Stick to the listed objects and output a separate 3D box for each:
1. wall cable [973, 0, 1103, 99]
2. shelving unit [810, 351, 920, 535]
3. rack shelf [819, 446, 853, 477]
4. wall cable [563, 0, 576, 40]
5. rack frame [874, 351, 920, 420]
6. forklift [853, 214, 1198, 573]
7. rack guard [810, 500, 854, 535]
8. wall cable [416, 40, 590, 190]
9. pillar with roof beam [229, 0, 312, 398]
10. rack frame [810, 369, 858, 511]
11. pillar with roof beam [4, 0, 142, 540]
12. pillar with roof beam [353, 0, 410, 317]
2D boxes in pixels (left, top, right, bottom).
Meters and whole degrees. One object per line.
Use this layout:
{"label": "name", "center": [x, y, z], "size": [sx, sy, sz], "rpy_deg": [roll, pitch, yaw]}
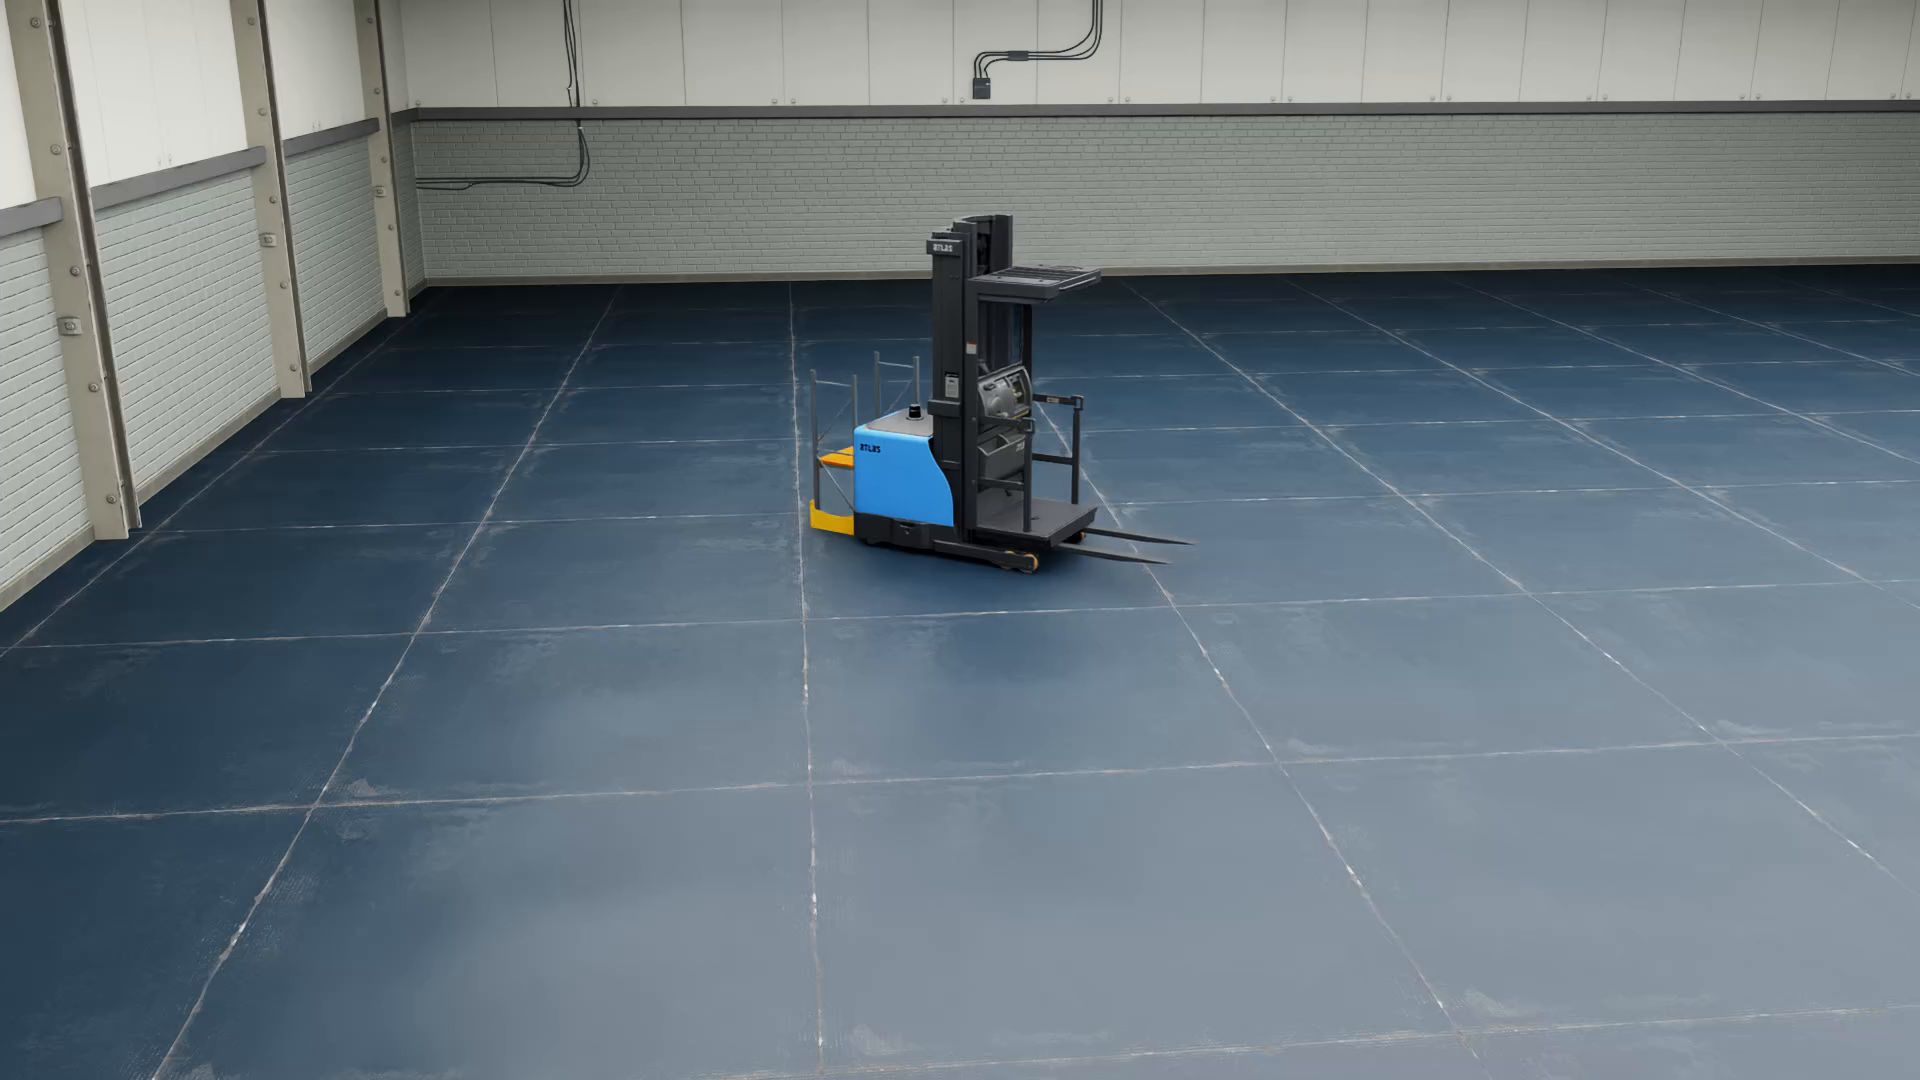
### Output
{"label": "wall cable", "center": [1.383, -10.764, 28.835], "size": [2.305, 6.003, 0.169], "rpy_deg": [-2, 18, -6]}
{"label": "shelving unit", "center": [-0.881, -0.928, 15.699], "size": [0.587, 1.500, 1.083], "rpy_deg": [10, 20, 31]}
{"label": "rack shelf", "center": [-0.875, -0.759, 15.760], "size": [0.538, 0.185, 1.000], "rpy_deg": [10, 20, 31]}
{"label": "wall cable", "center": [-5.371, -9.865, 28.400], "size": [3.097, 2.526, 0.112], "rpy_deg": [-2, 18, -6]}
{"label": "rack frame", "center": [-0.605, -1.060, 16.117], "size": [0.500, 1.500, 0.032], "rpy_deg": [10, 20, 31]}
{"label": "forklift", "center": [0.576, -1.292, 14.472], "size": [3.031, 2.935, 1.130], "rpy_deg": [9, 20, 27]}
{"label": "rack guard", "center": [-1.144, -0.205, 15.483], "size": [0.587, 0.250, 0.087], "rpy_deg": [10, 20, 31]}
{"label": "wall cable", "center": [-8.062, -7.371, 28.890], "size": [3.097, 2.526, 0.112], "rpy_deg": [-2, 18, -6]}
{"label": "pillar with roof beam", "center": [-4.172, -6.280, 20.229], "size": [9.100, 9.000, 0.400], "rpy_deg": [-2, 18, -6]}
{"label": "rack frame", "center": [-1.147, -0.802, 15.296], "size": [0.500, 1.500, 0.032], "rpy_deg": [10, 20, 31]}
{"label": "pillar with roof beam", "center": [-3.553, -4.492, 14.535], "size": [9.100, 9.000, 0.400], "rpy_deg": [-2, 18, -6]}
{"label": "pillar with roof beam", "center": [-4.791, -8.067, 25.923], "size": [9.100, 9.000, 0.400], "rpy_deg": [-2, 18, -6]}
